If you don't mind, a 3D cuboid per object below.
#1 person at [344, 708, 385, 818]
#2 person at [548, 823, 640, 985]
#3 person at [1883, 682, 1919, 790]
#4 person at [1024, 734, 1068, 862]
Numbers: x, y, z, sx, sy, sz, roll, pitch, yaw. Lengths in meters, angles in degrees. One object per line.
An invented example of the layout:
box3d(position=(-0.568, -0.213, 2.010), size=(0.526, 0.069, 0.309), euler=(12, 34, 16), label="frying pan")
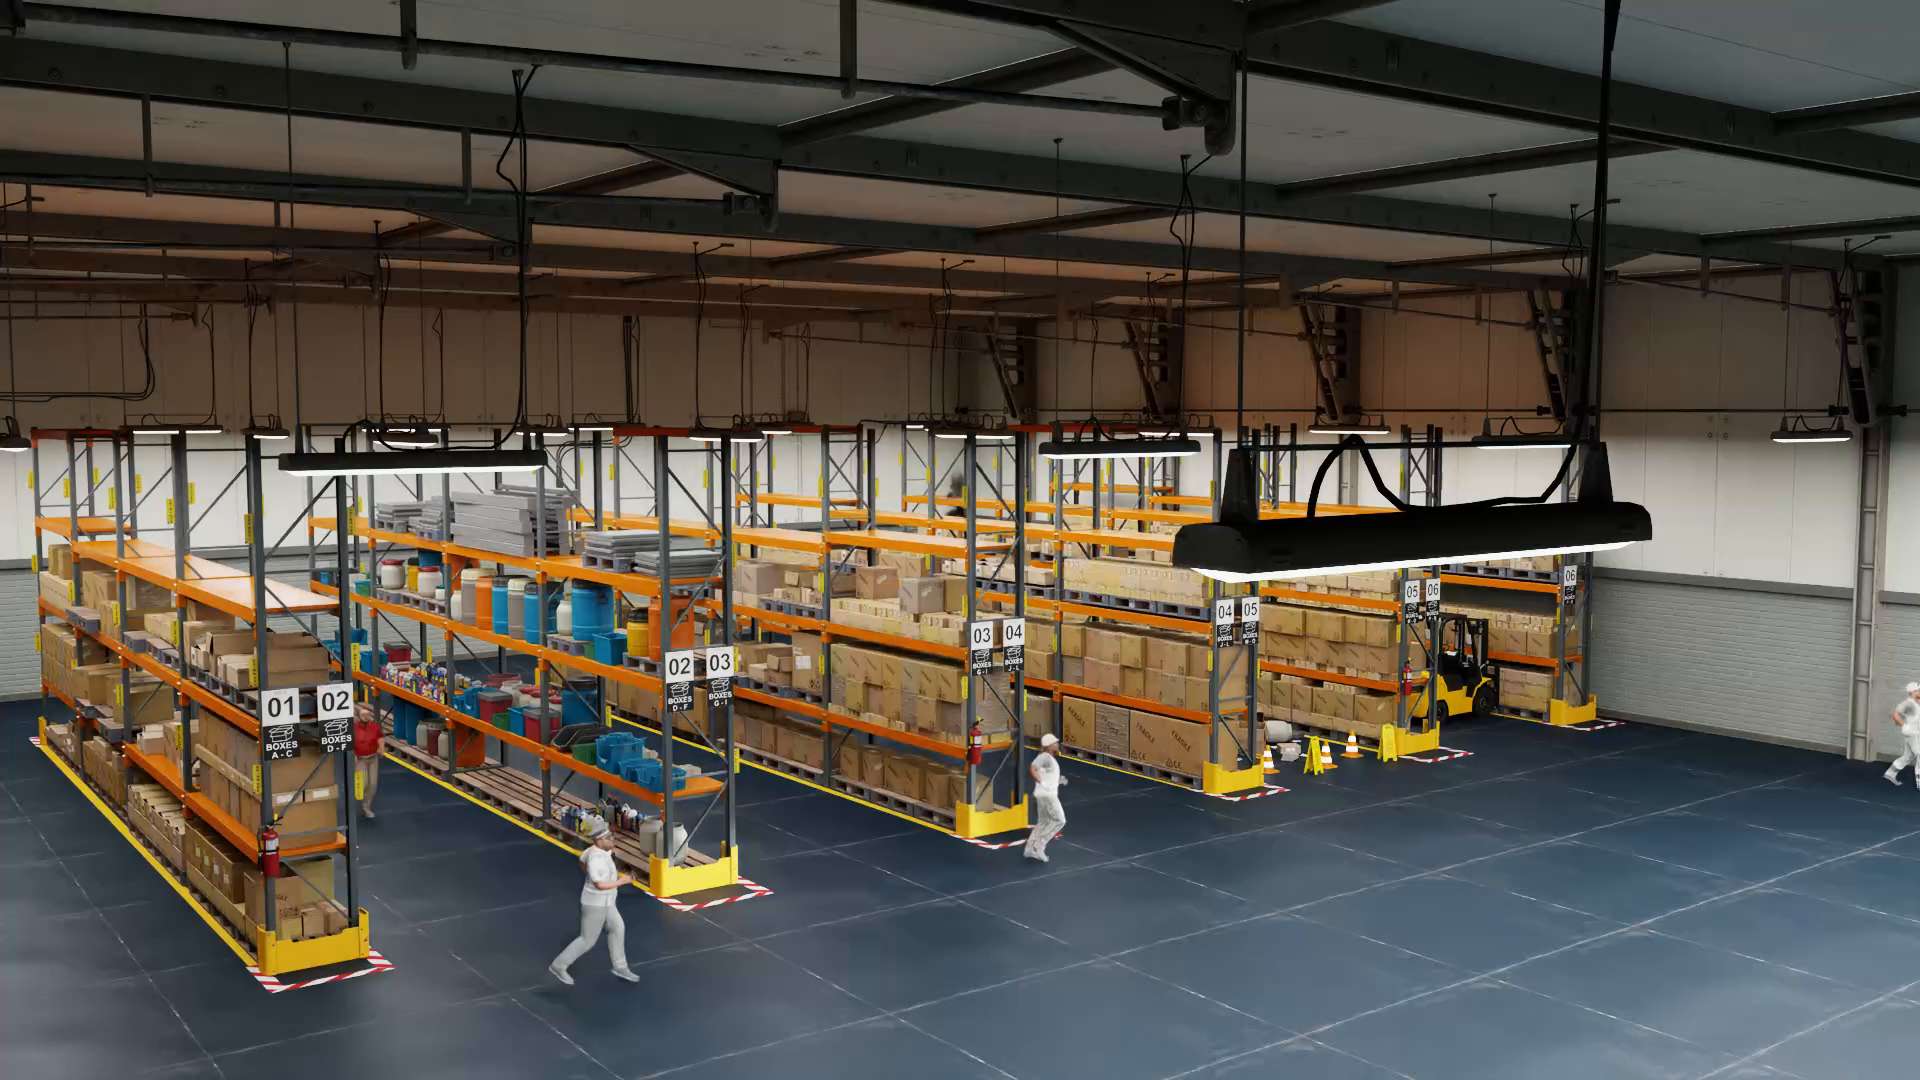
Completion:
box3d(position=(-9.283, 3.459, 25.948), size=(0.653, 1.700, 0.647), euler=(-4, 6, -43), label="person")
box3d(position=(-4.028, 4.010, 18.283), size=(0.963, 1.825, 0.671), euler=(-1, 5, -7), label="person")
box3d(position=(15.797, 3.263, 27.593), size=(0.814, 1.824, 0.640), euler=(4, 6, 40), label="person")
box3d(position=(1.212, 3.621, 23.516), size=(0.619, 1.734, 0.737), euler=(0, 4, 2), label="person")
